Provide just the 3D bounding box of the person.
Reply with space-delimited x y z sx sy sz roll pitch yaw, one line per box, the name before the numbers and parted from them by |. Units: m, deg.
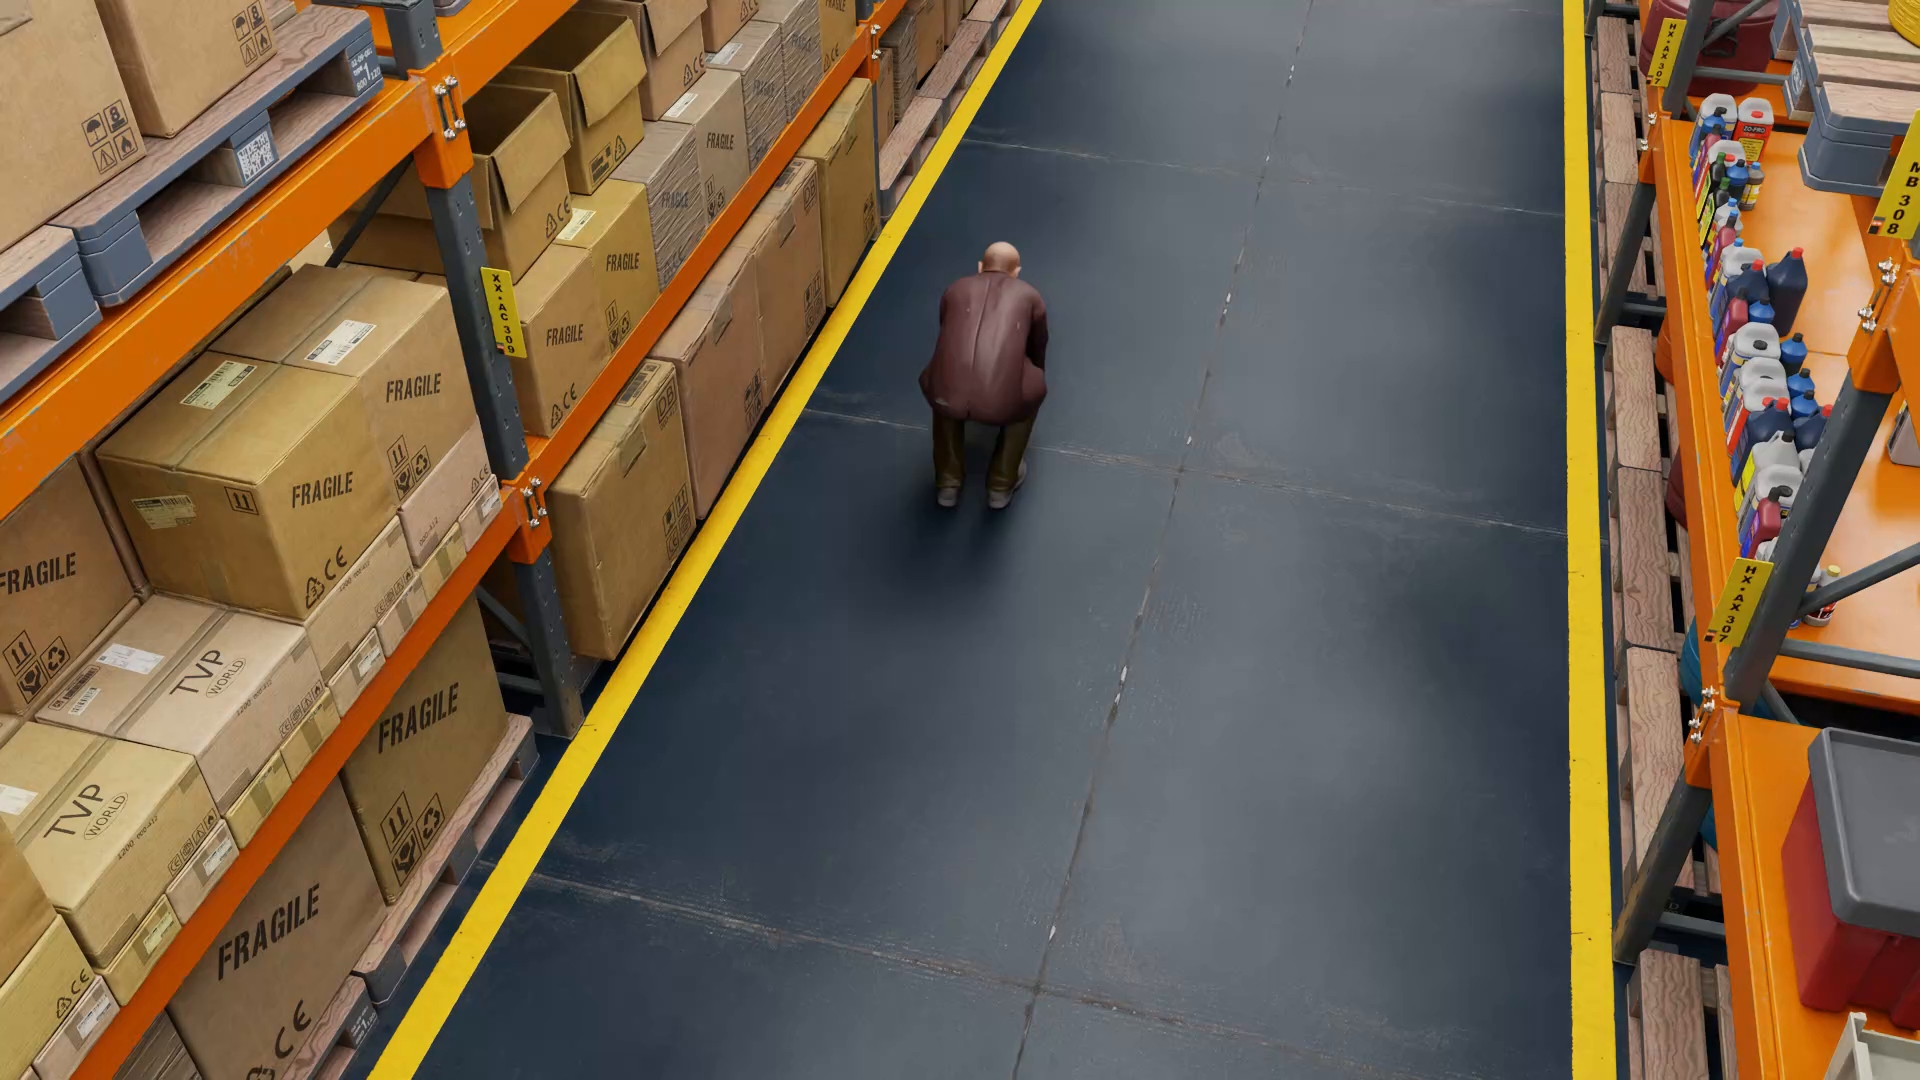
person | 0.131 -0.767 7.589 0.583 1.101 0.939 8 41 9
